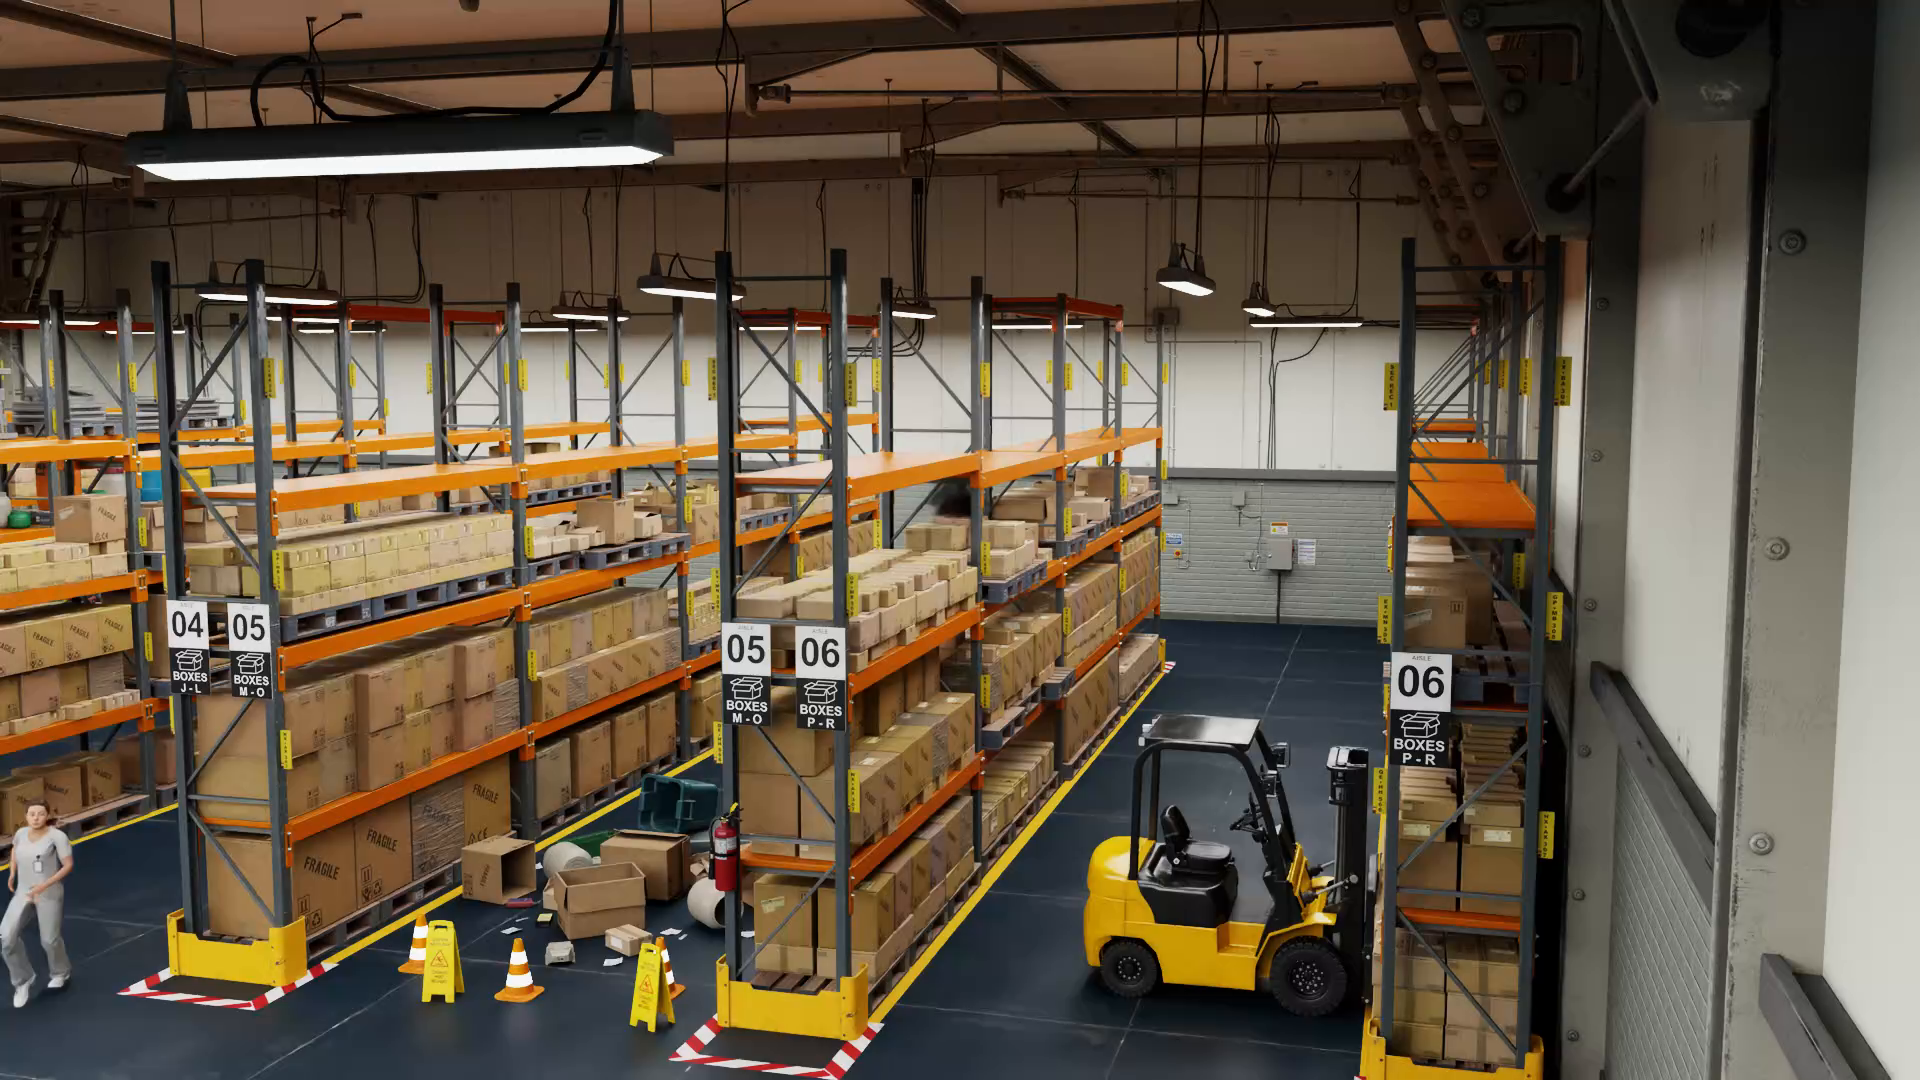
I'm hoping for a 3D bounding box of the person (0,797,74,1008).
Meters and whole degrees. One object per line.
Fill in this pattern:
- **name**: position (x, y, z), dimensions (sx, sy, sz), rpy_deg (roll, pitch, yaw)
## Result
- **person**: position (-7.499, 2.918, 13.542), dimensions (0.575, 1.674, 0.668), rpy_deg (0, 6, -1)
